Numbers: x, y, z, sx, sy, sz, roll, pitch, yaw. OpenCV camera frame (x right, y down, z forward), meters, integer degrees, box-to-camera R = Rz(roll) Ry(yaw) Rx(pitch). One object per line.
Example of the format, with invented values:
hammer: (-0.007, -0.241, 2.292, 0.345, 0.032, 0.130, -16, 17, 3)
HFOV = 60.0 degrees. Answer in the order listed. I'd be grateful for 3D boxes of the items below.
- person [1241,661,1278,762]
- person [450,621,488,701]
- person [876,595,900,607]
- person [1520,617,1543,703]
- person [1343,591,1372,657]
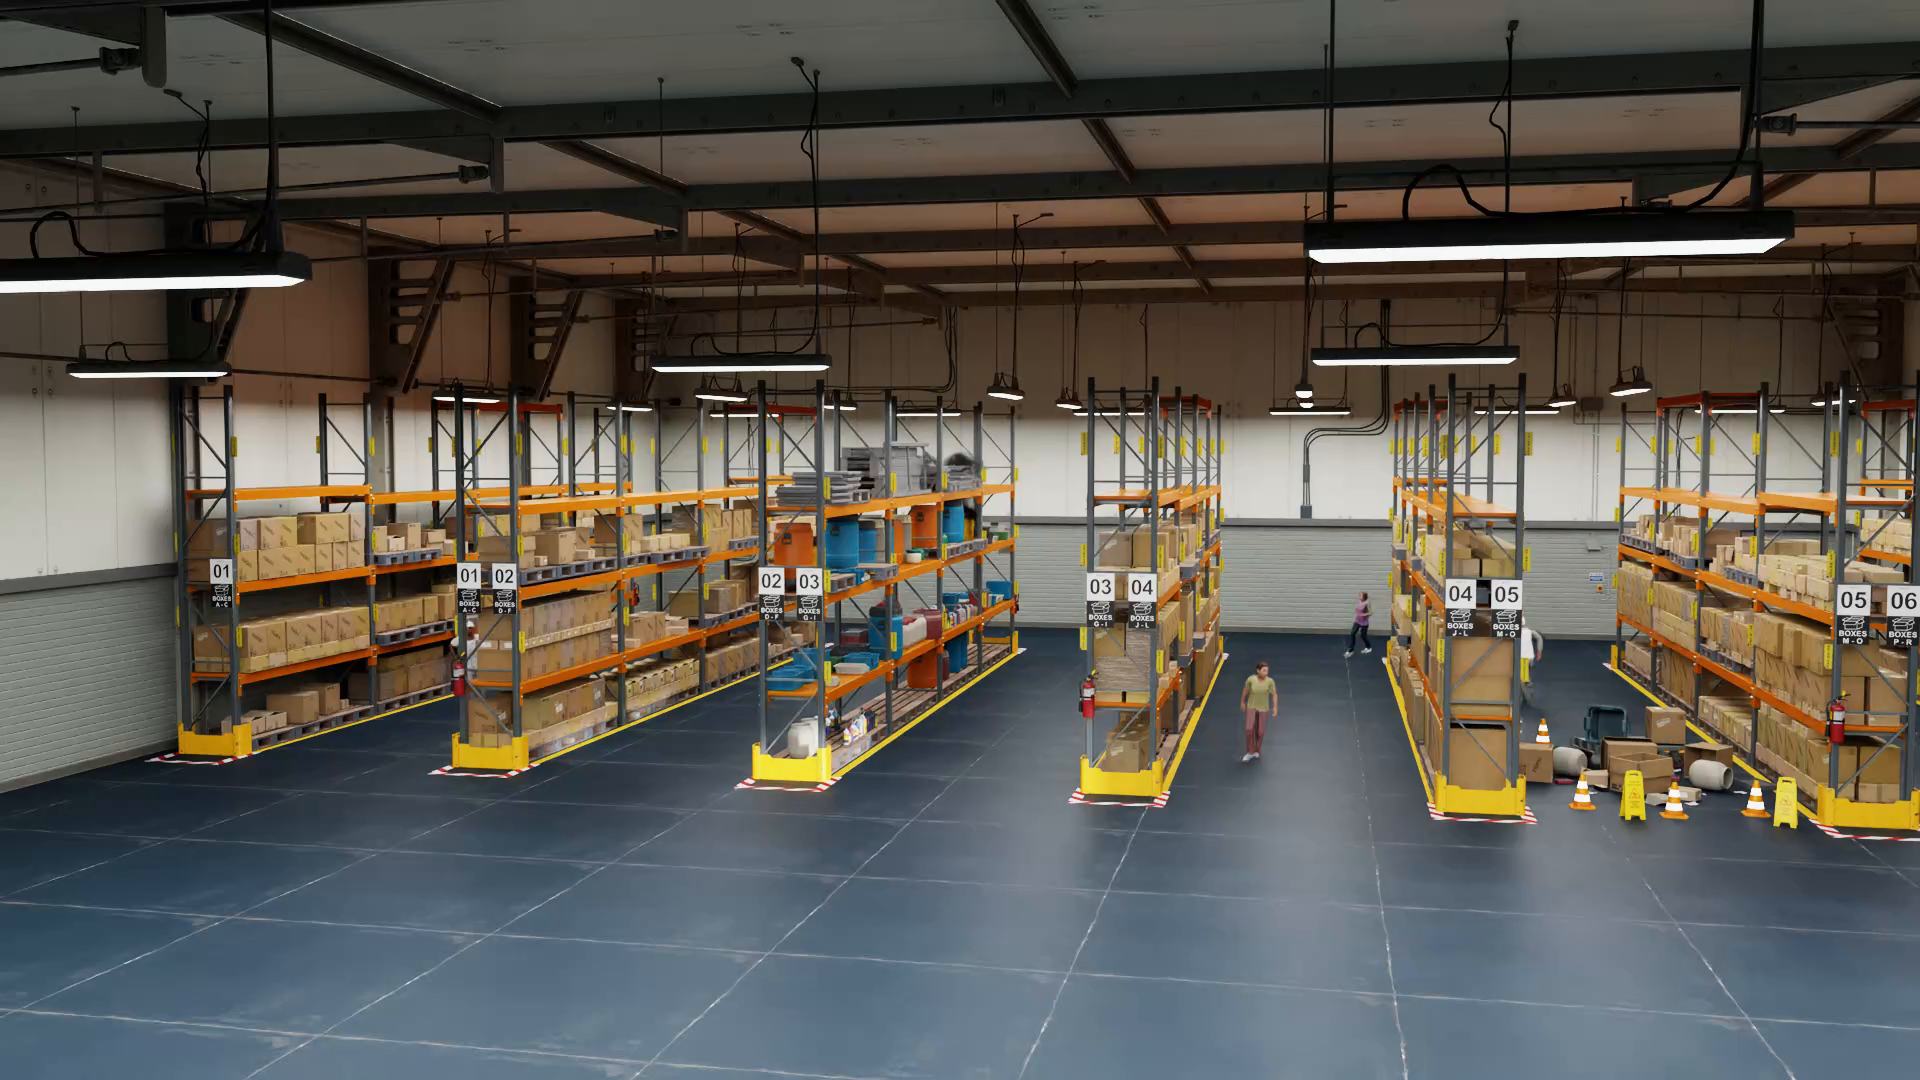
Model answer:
person: (4.773, 2.717, 26.554, 0.562, 1.631, 0.688, 0, 3, 2)
person: (-9.087, 2.396, 30.888, 0.772, 1.810, 0.787, -1, 3, -10)
person: (-1.775, 2.038, 39.950, 0.664, 1.528, 1.139, 0, 3, -7)
person: (11.023, 2.332, 32.611, 0.663, 1.700, 0.728, 0, 3, -7)
person: (9.616, 2.001, 39.596, 0.810, 1.588, 0.581, -2, 4, -34)
